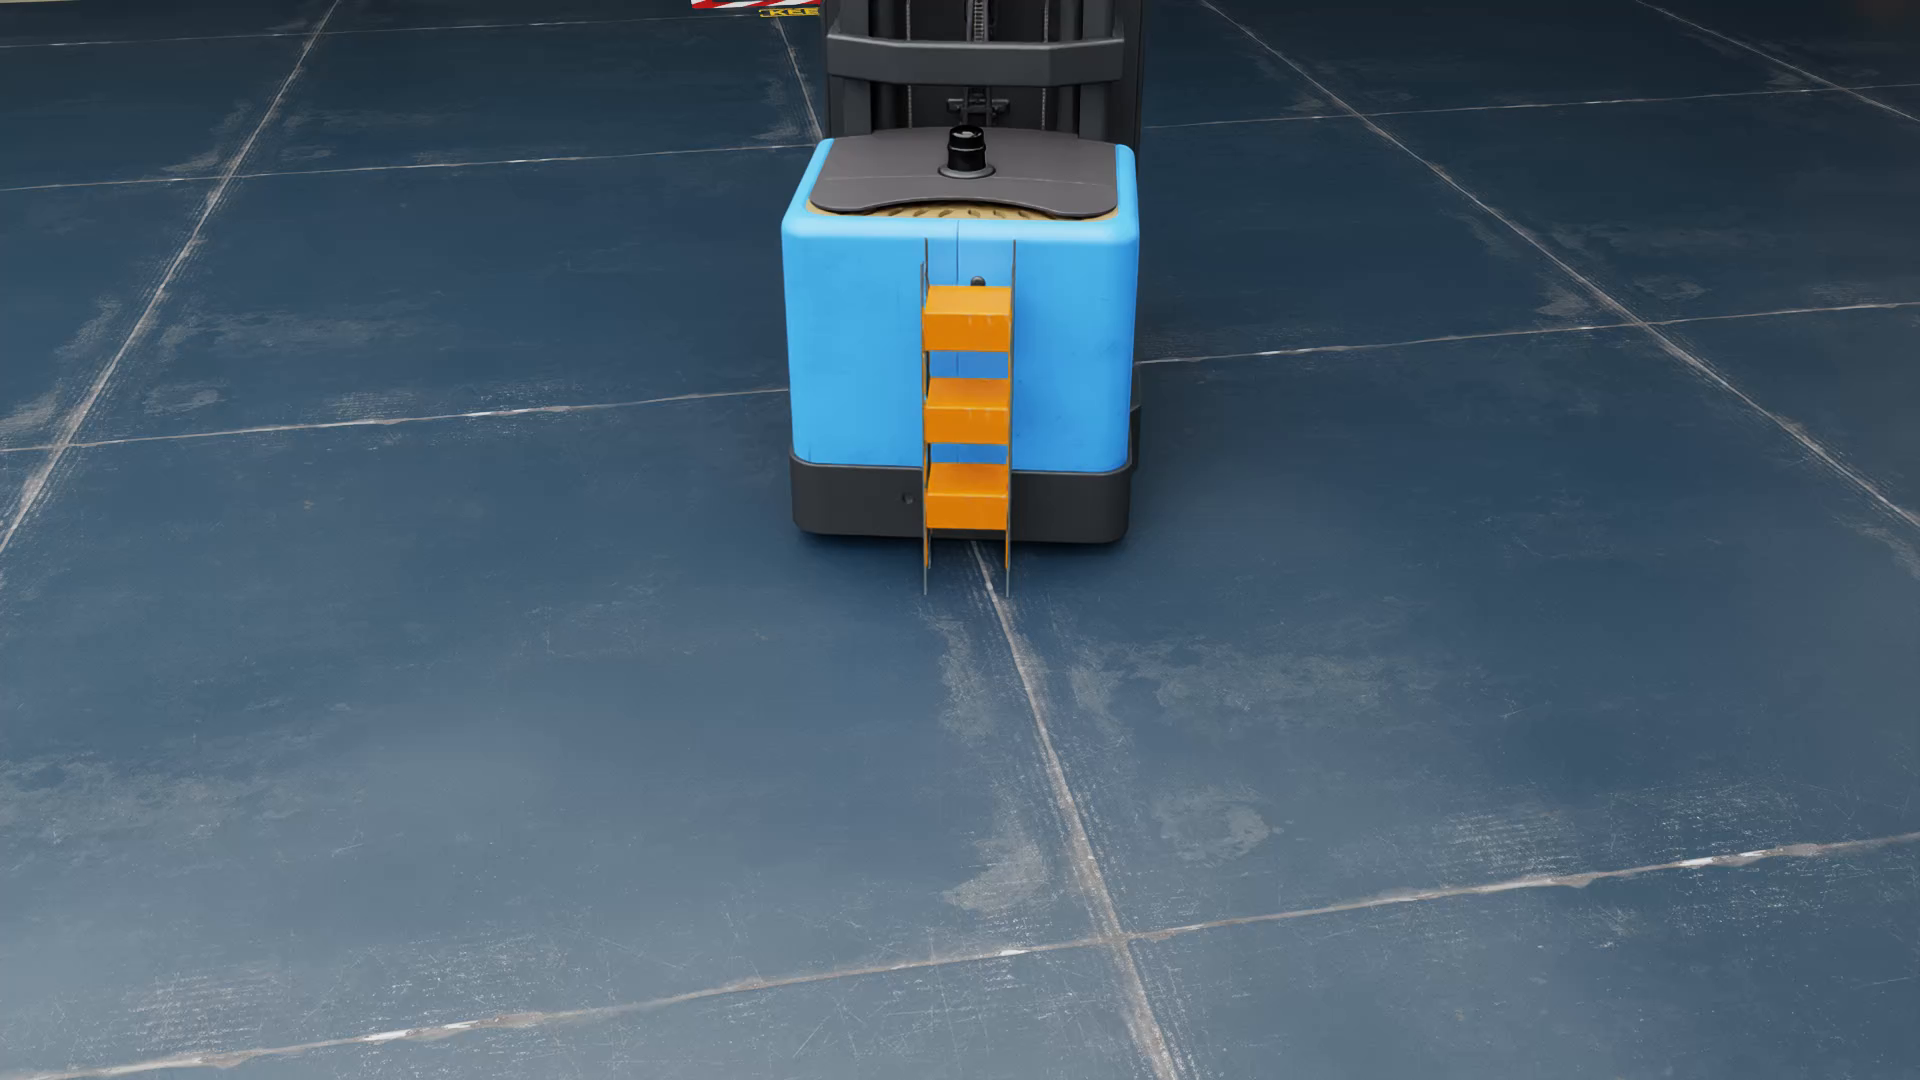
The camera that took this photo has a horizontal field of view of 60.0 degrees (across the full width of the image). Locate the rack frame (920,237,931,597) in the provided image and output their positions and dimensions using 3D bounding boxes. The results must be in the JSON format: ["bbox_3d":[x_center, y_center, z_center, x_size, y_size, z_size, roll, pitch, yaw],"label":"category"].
[{"bbox_3d":[-0.098,-0.334,4.783,0.008,1.050,0.200,2,30,3],"label":"rack frame"}]

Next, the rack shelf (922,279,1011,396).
[{"bbox_3d":[0.024,-0.566,4.639,0.240,0.259,0.215,2,30,3],"label":"rack shelf"}]

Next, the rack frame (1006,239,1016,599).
[{"bbox_3d":[0.146,-0.328,4.771,0.008,1.050,0.200,2,30,3],"label":"rack frame"}]

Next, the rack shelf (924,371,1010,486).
[{"bbox_3d":[0.024,-0.322,4.782,0.240,0.259,0.215,2,30,3],"label":"rack shelf"}]

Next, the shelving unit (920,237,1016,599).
[{"bbox_3d":[0.024,-0.331,4.777,0.252,1.050,0.215,2,30,3],"label":"shelving unit"}]

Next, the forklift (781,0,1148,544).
[{"bbox_3d":[0.095,-1.970,5.709,1.130,2.935,3.031,2,31,3],"label":"forklift"}]

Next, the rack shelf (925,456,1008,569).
[{"bbox_3d":[0.024,-0.082,4.923,0.240,0.259,0.215,2,30,3],"label":"rack shelf"}]
